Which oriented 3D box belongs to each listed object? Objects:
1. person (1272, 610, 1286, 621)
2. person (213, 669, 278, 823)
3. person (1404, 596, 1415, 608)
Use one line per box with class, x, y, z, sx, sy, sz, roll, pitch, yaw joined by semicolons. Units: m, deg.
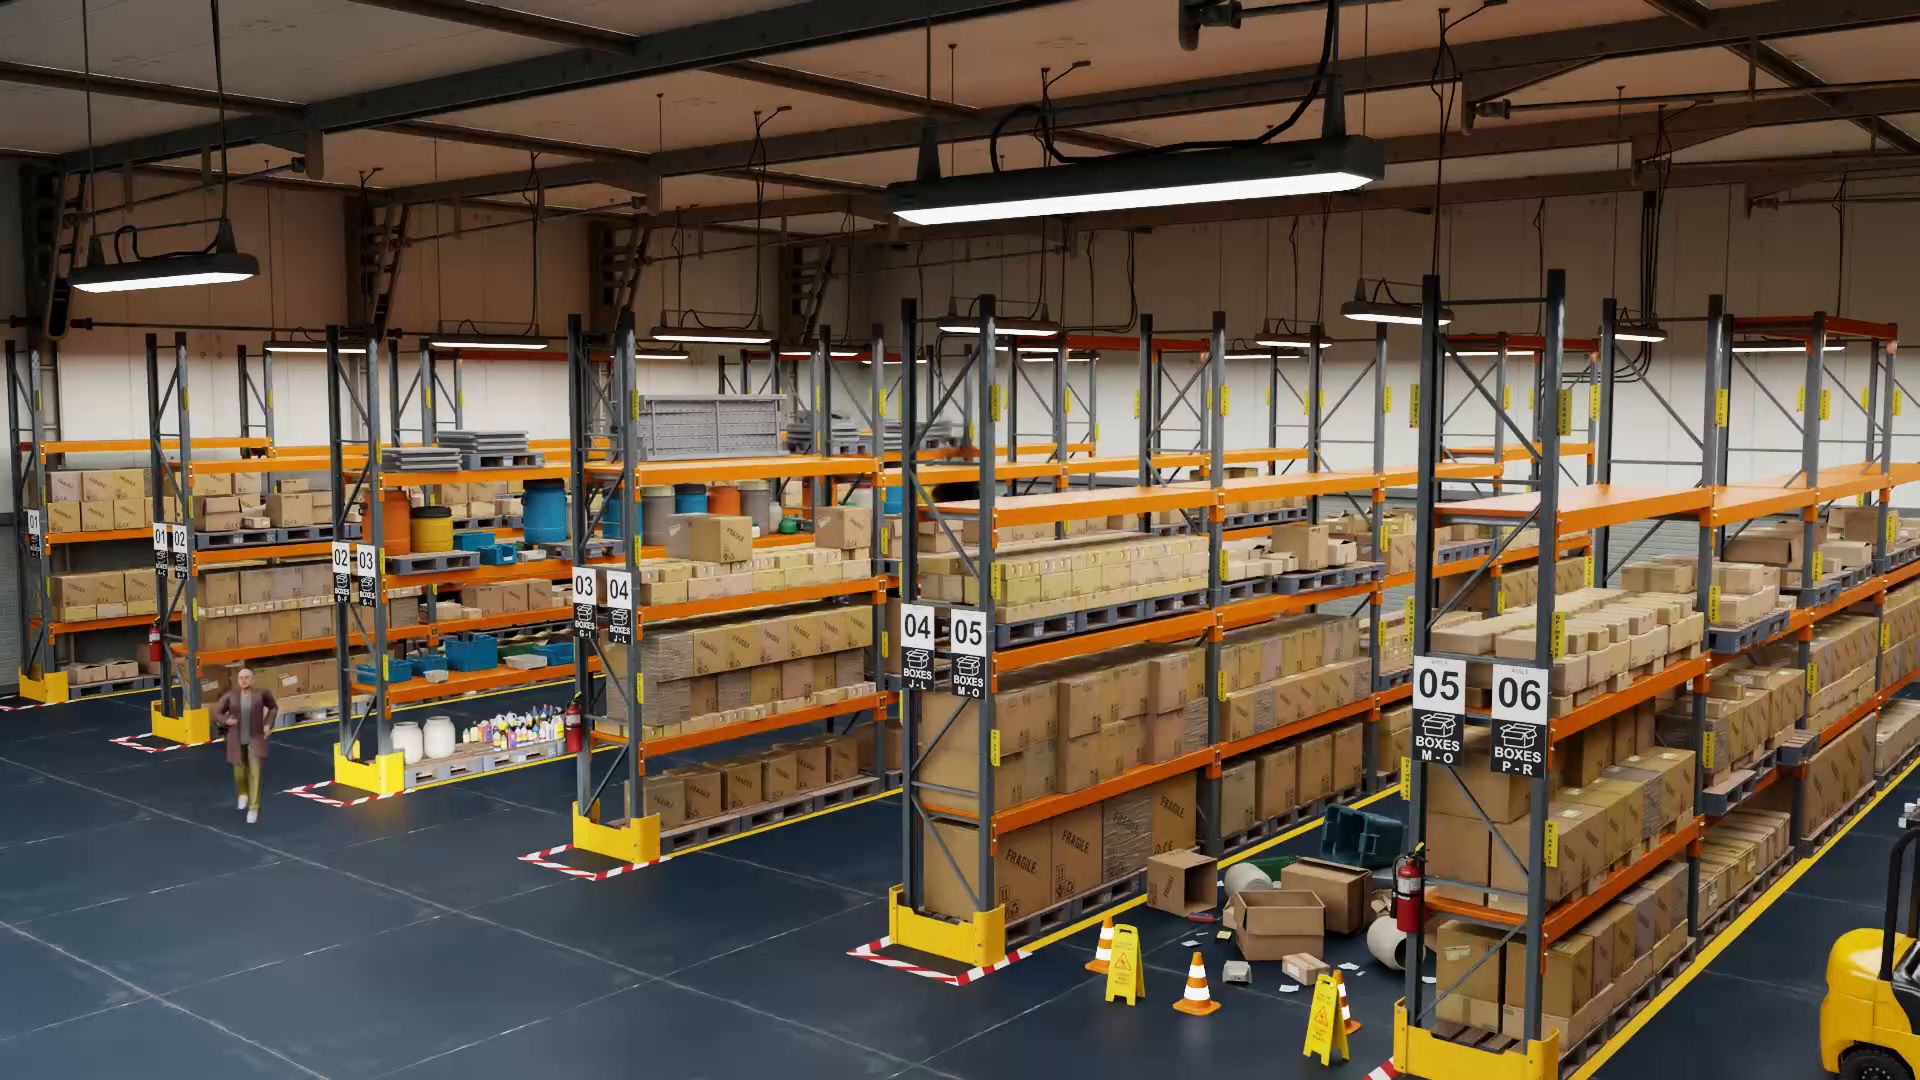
person;5.094;1.914;26.794;0.581;1.748;0.761;3;6;32
person;-8.661;2.457;20.165;0.717;1.801;0.940;-1;5;-16
person;7.480;1.797;27.522;0.954;1.764;0.710;-5;7;-42
